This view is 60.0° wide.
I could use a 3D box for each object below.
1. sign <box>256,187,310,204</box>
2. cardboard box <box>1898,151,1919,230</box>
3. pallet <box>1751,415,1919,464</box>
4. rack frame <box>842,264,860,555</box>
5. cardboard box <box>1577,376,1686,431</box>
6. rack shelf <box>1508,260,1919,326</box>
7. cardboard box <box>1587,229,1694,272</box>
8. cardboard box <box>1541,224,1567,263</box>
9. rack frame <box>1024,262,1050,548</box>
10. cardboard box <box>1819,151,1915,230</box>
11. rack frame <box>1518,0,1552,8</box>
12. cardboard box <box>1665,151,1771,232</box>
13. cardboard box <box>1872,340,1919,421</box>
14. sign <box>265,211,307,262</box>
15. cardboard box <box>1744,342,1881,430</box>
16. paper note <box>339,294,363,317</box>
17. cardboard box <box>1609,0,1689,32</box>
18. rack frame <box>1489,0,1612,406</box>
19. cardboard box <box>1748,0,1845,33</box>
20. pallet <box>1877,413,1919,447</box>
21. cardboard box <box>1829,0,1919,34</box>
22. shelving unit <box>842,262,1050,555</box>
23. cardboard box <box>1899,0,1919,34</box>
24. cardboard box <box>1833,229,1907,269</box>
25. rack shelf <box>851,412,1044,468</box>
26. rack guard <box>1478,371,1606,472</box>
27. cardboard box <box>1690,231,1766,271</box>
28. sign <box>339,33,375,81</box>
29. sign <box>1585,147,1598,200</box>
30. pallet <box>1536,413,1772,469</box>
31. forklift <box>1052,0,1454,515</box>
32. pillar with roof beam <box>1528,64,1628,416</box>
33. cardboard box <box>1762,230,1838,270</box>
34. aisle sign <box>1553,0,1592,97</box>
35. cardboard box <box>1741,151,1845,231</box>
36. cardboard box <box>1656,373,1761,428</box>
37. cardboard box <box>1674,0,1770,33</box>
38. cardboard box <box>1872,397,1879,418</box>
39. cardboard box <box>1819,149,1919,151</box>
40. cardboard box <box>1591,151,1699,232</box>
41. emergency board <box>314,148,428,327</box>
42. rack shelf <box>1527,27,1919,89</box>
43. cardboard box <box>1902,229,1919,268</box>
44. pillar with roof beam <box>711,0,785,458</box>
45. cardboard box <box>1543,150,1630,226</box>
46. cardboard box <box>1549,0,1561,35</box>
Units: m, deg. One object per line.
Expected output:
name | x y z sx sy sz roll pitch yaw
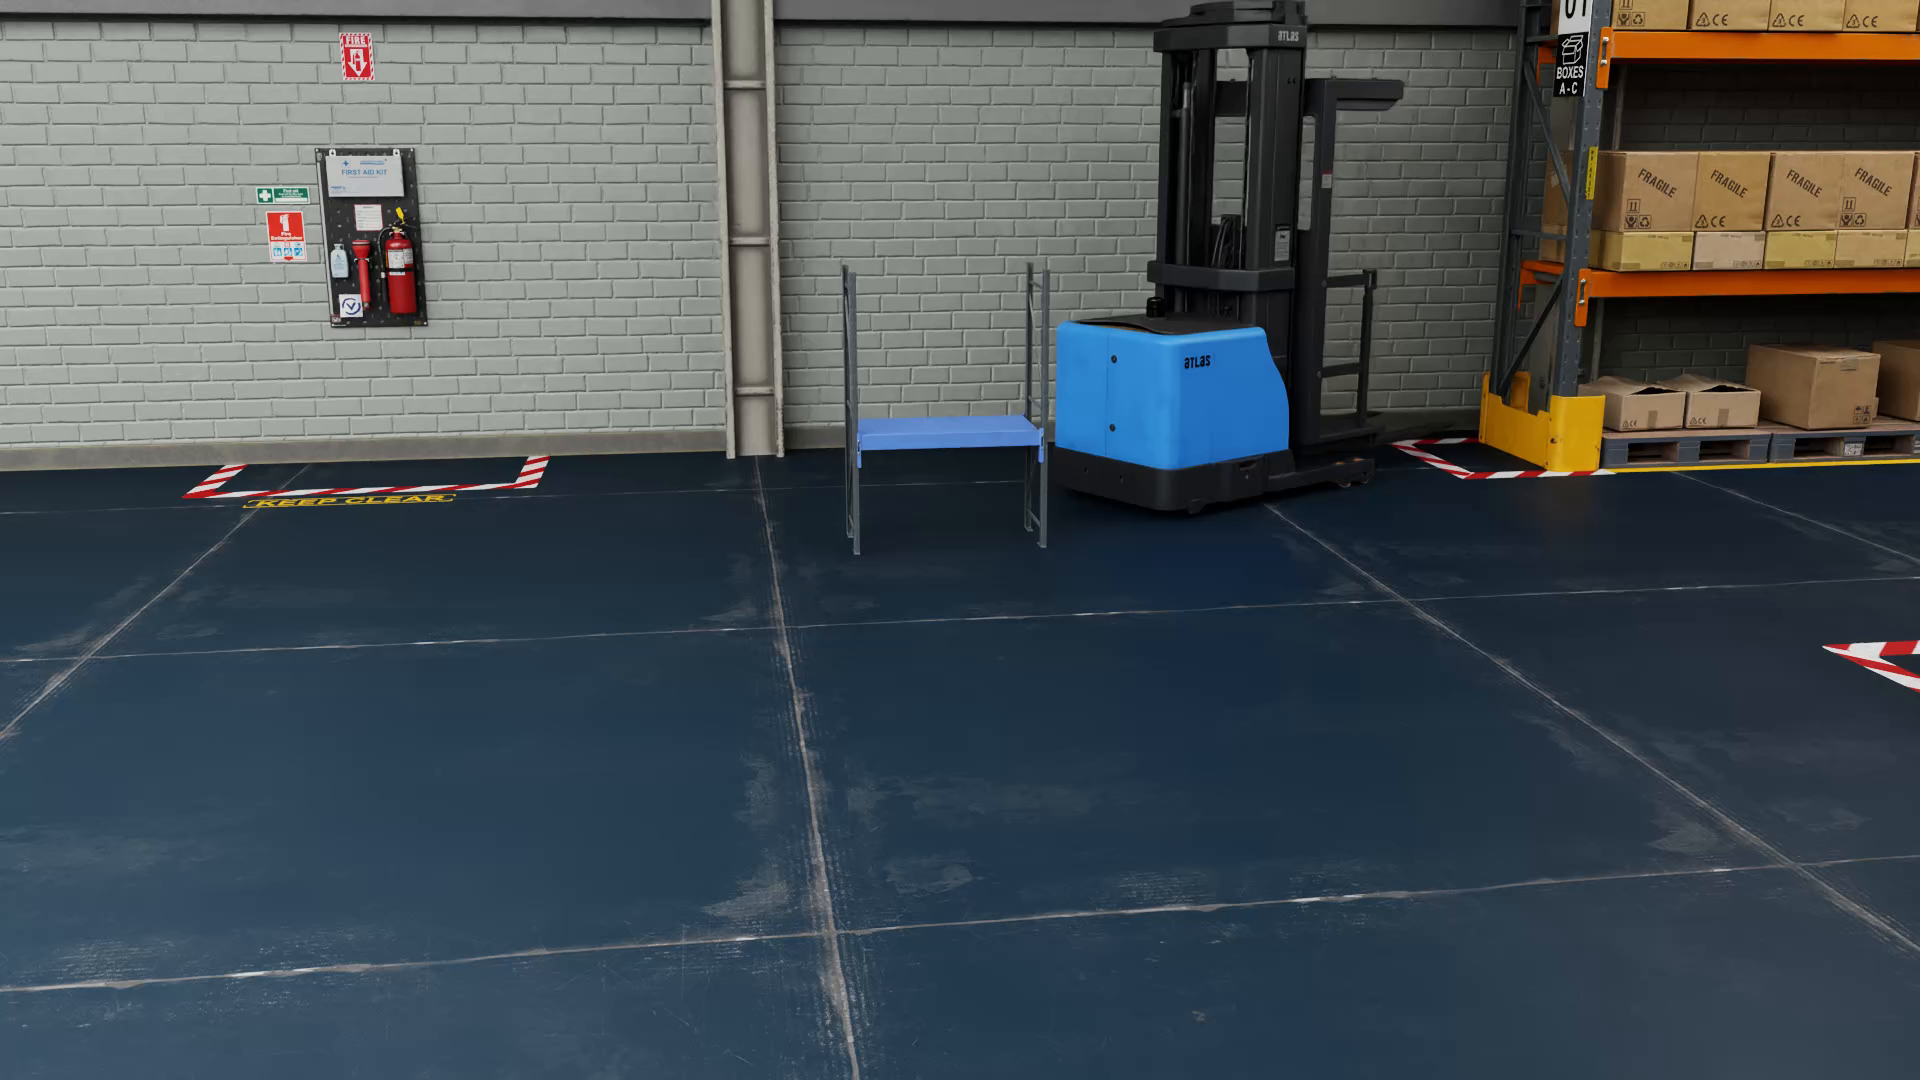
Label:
sign | -4.438 -2.258 10.898 0.331 0.109 0.001 -2 14 -8
cardboard box | 6.479 -2.365 11.210 0.500 0.500 0.500 -3 14 -10
pallet | 6.025 -0.760 11.819 1.213 0.211 1.003 -2 14 -8
rack frame | -0.587 -0.706 8.954 0.032 1.500 0.500 -2 14 -8
cardboard box | 4.635 -0.958 11.499 0.500 0.311 0.500 -4 15 -15
rack shelf | 5.915 -1.769 11.589 4.000 0.370 1.077 -2 14 -8
cardboard box | 4.467 -1.924 10.994 0.500 0.250 0.500 -3 14 -10
cardboard box | 4.371 -2.046 11.482 0.500 0.250 0.500 -2 14 -7
rack frame | 0.418 -0.743 9.101 0.032 1.500 0.500 -2 14 -8
cardboard box | 5.965 -2.346 11.134 0.500 0.500 0.500 -2 14 -7
rack frame | 3.937 -4.956 10.482 0.127 3.000 1.000 -2 14 -8
cardboard box | 4.944 -2.307 10.979 0.500 0.500 0.500 -2 14 -8
cardboard box | 6.872 -1.144 11.852 0.500 0.500 0.500 -3 14 -13
sign | -4.444 -2.003 10.970 0.234 0.329 0.001 -2 14 -8
cardboard box | 5.931 -1.085 11.617 0.500 0.500 0.700 -3 14 -12
paper note | -4.067 -1.564 11.103 0.142 0.148 0.016 -2 14 -8
cardboard box | 4.305 -3.511 10.641 0.500 0.500 0.500 -2 14 -7
rack frame | 3.937 -2.046 11.212 0.127 3.000 1.000 -2 14 -8
cardboard box | 5.354 -3.541 10.763 0.500 0.500 0.500 -1 14 -6
pallet | 7.234 -0.805 11.998 1.213 0.211 1.003 -2 14 -8
cardboard box | 5.881 -3.566 10.861 0.500 0.500 0.500 -1 14 -5
shelving unit | -0.084 -0.724 9.027 1.048 1.500 0.538 -2 14 -8
cardboard box | 6.386 -3.581 10.923 0.500 0.500 0.500 -3 14 -11
cardboard box | 5.983 -1.981 11.222 0.500 0.250 0.500 -2 14 -8
rack shelf | -0.084 -0.550 9.071 1.000 0.185 0.538 -2 14 -8
rack guard | 4.012 -0.836 11.527 0.348 0.500 1.175 -2 14 -8
cardboard box | 4.978 -1.946 11.083 0.500 0.250 0.500 -3 14 -10
sign | -3.905 -3.129 10.768 0.199 0.298 0.001 -2 14 -8
sign | 4.018 -2.335 10.587 0.005 0.325 0.100 -2 14 -8
pallet | 4.821 -0.717 11.646 1.213 0.211 1.003 -2 14 -8
forklift | 2.035 -1.840 10.532 3.031 2.935 1.130 -11 18 -38
pillar with roof beam | 5.142 -4.153 7.284 0.400 9.000 9.100 -2 14 -8
cardboard box | 5.483 -1.963 11.151 0.500 0.250 0.500 -2 14 -9
aisle sign | 3.911 -3.232 10.598 0.004 0.787 0.394 -2 14 -8
cardboard box | 5.456 -2.324 11.048 0.500 0.500 0.500 -3 14 -10
cardboard box | 5.199 -0.979 11.582 0.500 0.311 0.500 -1 14 -4
cardboard box | 4.842 -3.522 10.685 0.500 0.500 0.500 -1 14 -5
cardboard box | 6.308 -0.968 11.872 0.250 0.149 0.380 -3 14 -13
cardboard box | 6.391 -2.490 11.709 0.500 0.500 0.500 -2 14 -7
cardboard box | 4.454 -2.291 10.918 0.500 0.500 0.500 -2 14 -8
emergency board | -3.882 -1.981 10.956 0.643 1.169 0.194 -2 14 -8
rack shelf | 5.915 -3.224 11.224 4.000 0.370 1.077 -2 14 -8
cardboard box | 6.480 -1.999 11.295 0.500 0.250 0.500 -2 14 -9
pillar with roof beam | -0.791 -3.936 6.417 0.400 9.000 9.100 -2 14 -8
cardboard box | 4.372 -2.415 11.409 0.500 0.500 0.500 -2 14 -9
cardboard box | 4.312 -3.635 11.136 0.500 0.500 0.500 -1 14 -4
